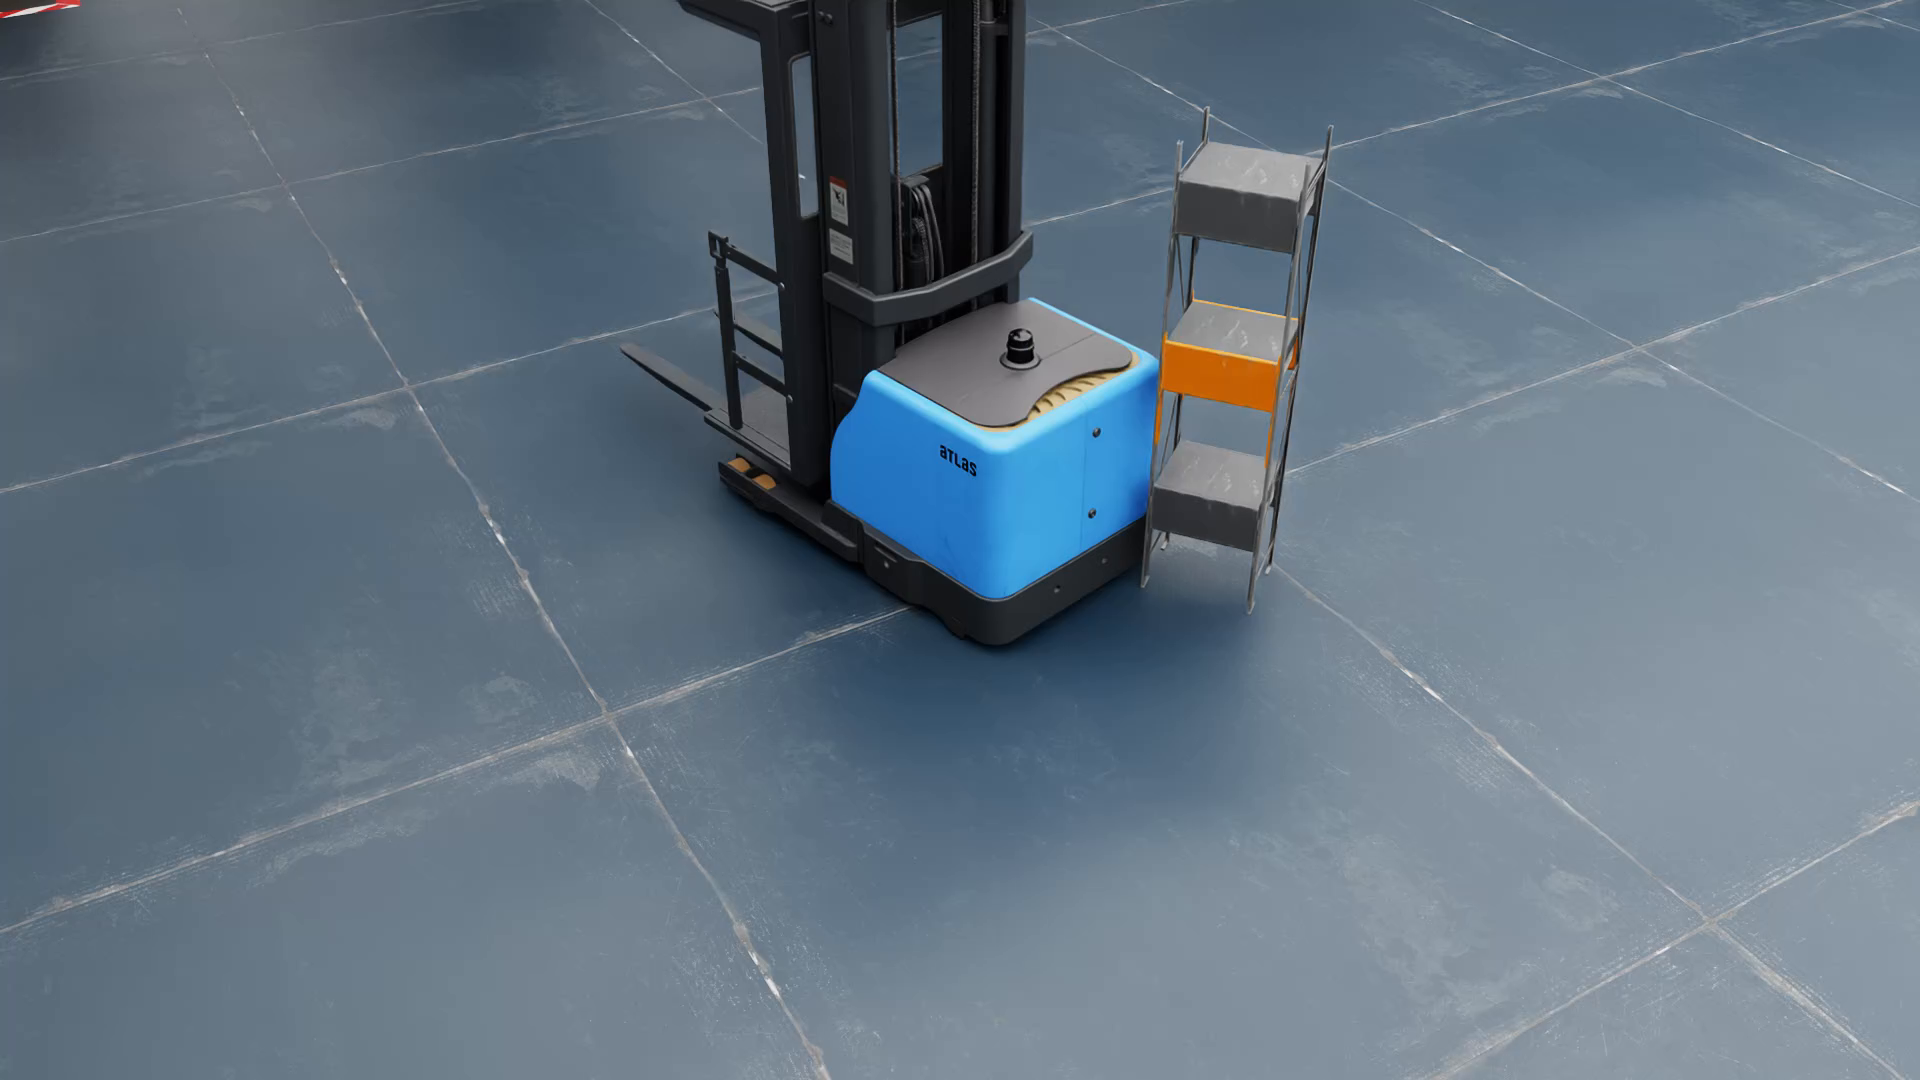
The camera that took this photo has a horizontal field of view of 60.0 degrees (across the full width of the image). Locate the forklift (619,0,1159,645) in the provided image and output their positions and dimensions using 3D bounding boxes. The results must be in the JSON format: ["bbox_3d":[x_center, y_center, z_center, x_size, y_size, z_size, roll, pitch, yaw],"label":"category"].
[{"bbox_3d":[-0.517,-1.515,7.339,1.130,2.935,3.031,-29,45,-34],"label":"forklift"}]

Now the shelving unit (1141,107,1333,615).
[{"bbox_3d":[1.119,-0.684,6.906,0.503,2.100,0.431,14,38,18],"label":"shelving unit"}]

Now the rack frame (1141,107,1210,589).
[{"bbox_3d":[0.894,-0.740,6.982,0.015,2.100,0.400,14,38,18],"label":"rack frame"}]

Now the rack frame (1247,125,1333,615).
[{"bbox_3d":[1.344,-0.629,6.830,0.015,2.100,0.400,14,38,18],"label":"rack frame"}]

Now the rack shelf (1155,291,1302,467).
[{"bbox_3d":[1.119,-0.673,6.914,0.480,0.518,0.431,14,38,18],"label":"rack shelf"}]

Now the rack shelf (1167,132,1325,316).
[{"bbox_3d":[1.119,-1.239,6.502,0.480,0.518,0.431,14,38,18],"label":"rack shelf"}]

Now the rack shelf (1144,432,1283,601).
[{"bbox_3d":[1.118,-0.107,7.326,0.480,0.518,0.431,14,38,18],"label":"rack shelf"}]
